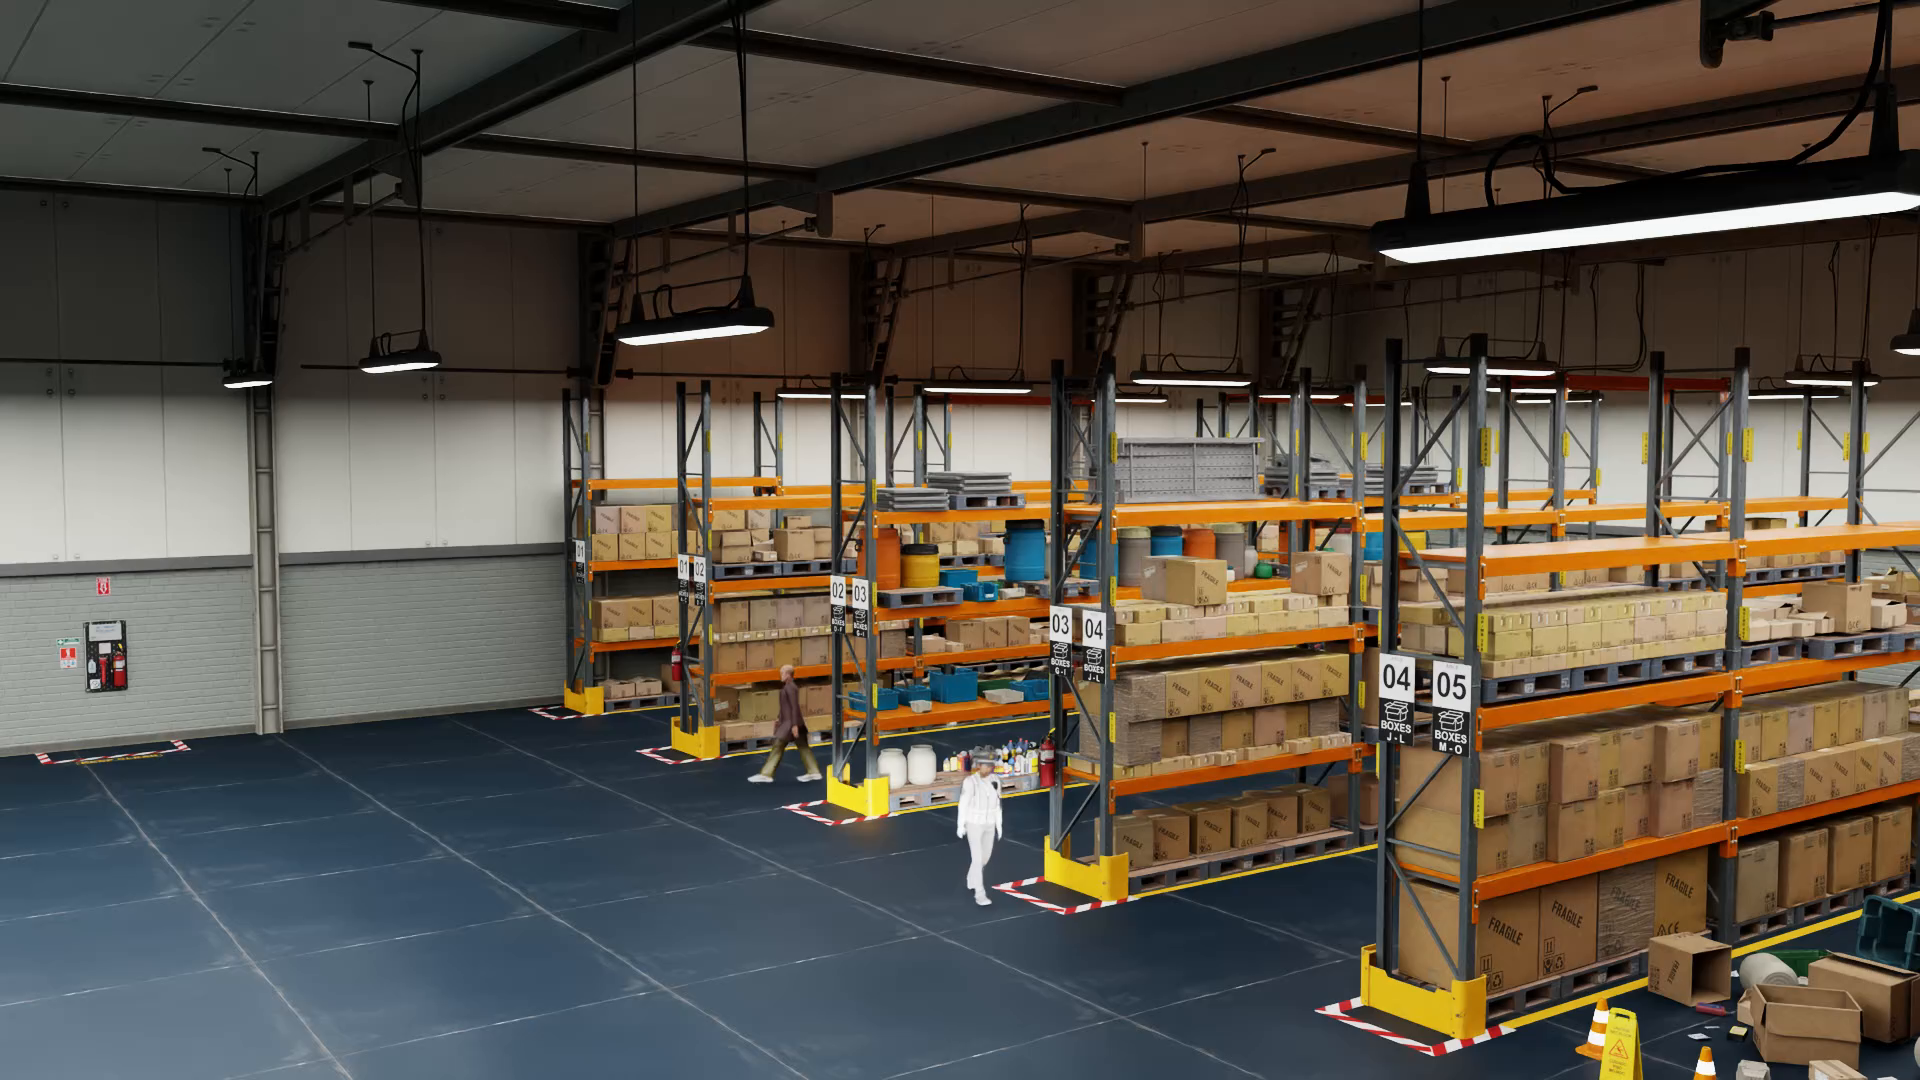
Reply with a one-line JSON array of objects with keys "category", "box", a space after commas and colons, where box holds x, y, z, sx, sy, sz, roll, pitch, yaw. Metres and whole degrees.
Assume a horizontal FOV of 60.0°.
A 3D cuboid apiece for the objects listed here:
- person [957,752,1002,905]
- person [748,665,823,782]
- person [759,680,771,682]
[{"category": "person", "box": [0.233, 3.160, 18.462, 0.484, 1.635, 0.827, -2, 4, -31]}, {"category": "person", "box": [-2.564, 2.699, 24.479, 1.064, 1.735, 0.611, 0, 4, 2]}, {"category": "person", "box": [-3.482, 2.381, 30.798, 0.573, 1.647, 0.571, -2, 4, -32]}]
